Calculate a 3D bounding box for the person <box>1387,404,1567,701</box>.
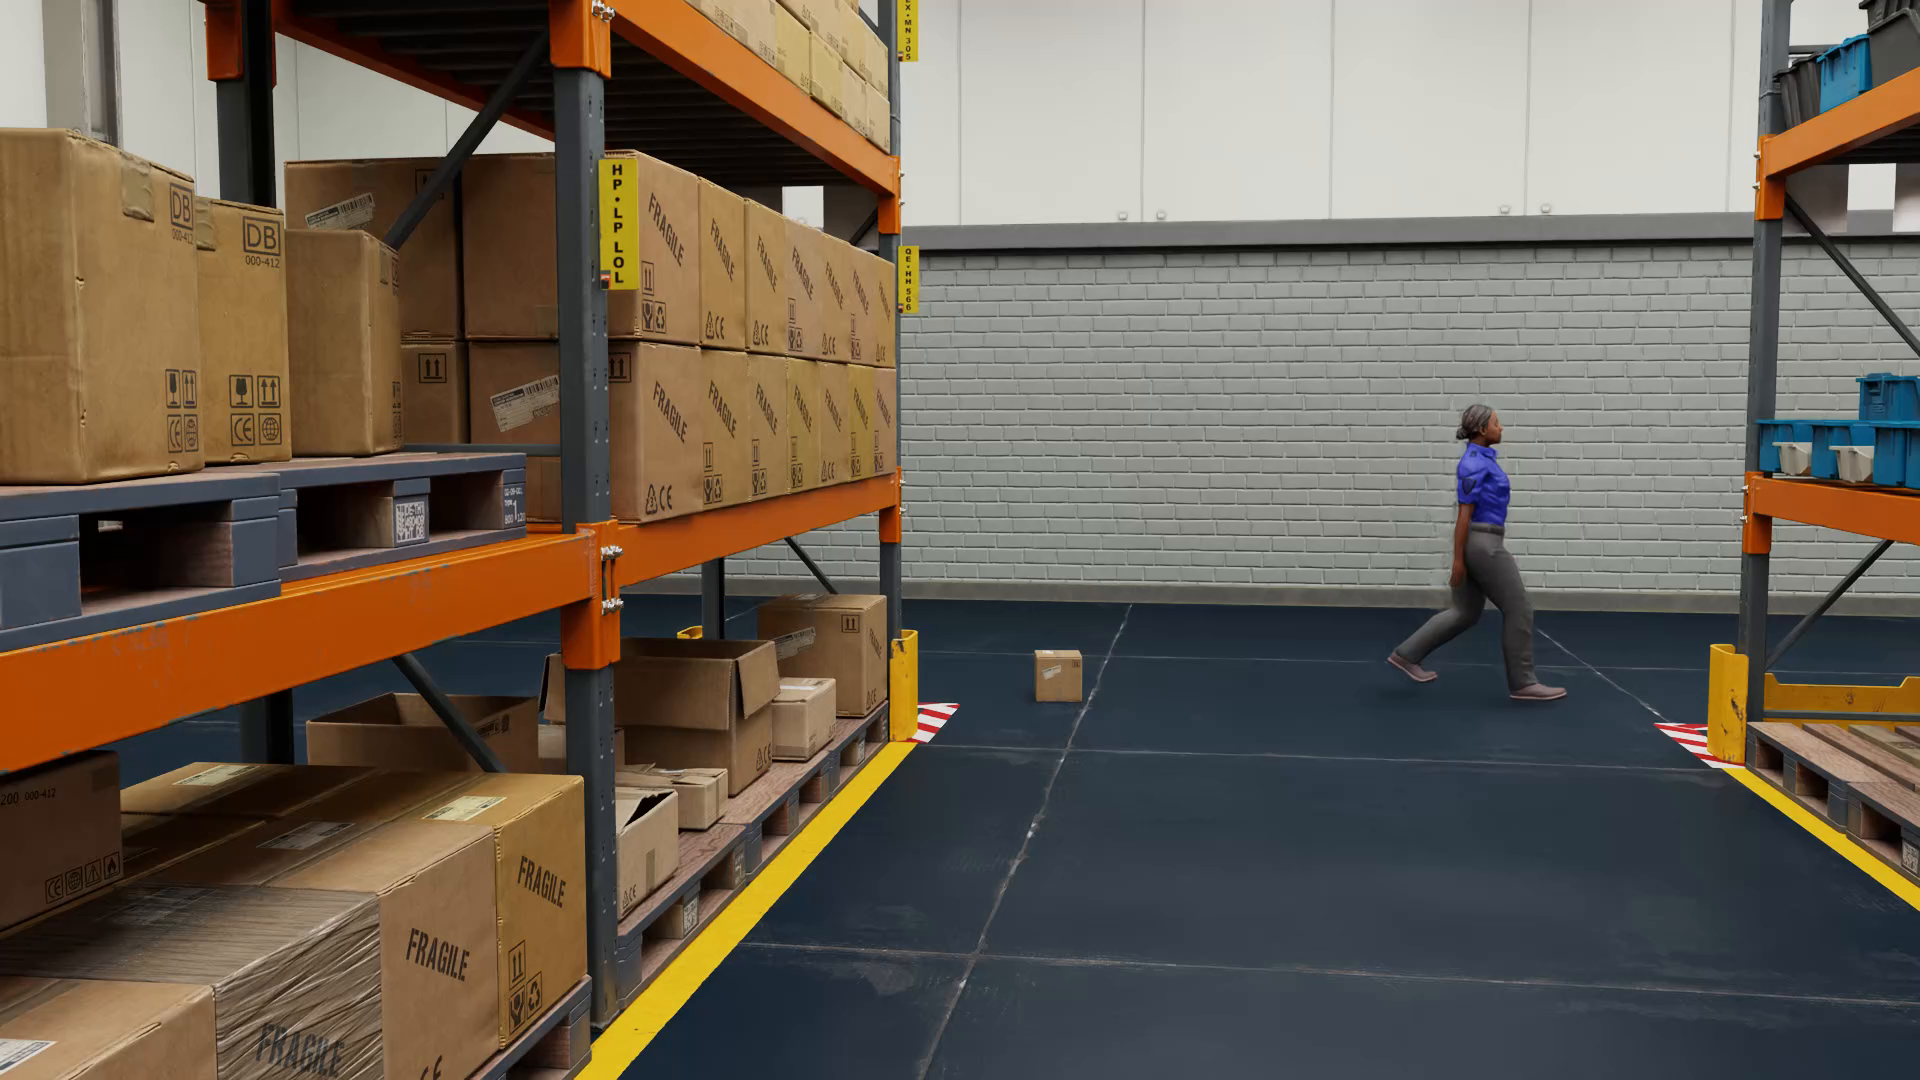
[{"bbox_3d":[2.852,0.059,9.152,0.950,1.609,0.463,1,5,15],"label":"person"}]
